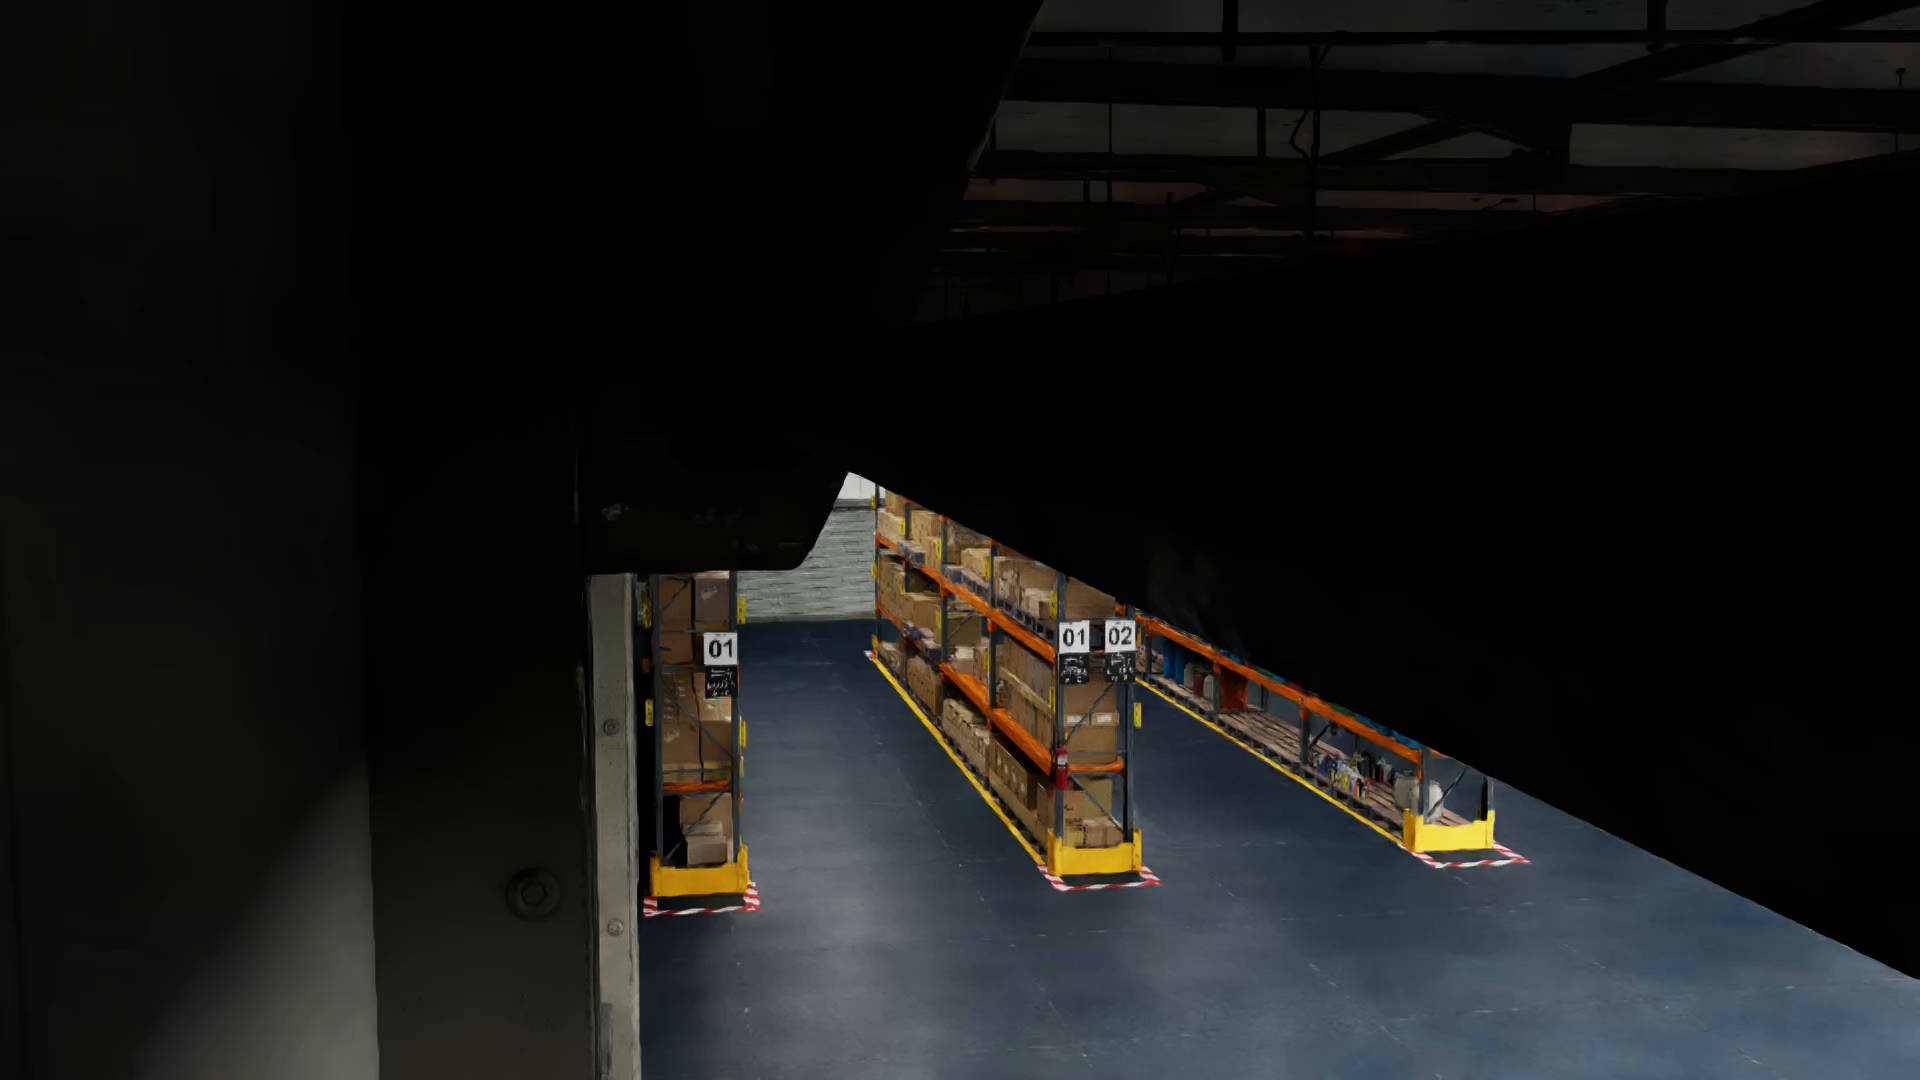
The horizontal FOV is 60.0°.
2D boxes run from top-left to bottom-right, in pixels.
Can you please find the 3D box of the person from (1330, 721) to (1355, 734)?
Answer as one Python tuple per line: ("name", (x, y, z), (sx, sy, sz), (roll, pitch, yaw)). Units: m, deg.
("person", (6.736, 2.515, 28.848), (0.729, 1.733, 0.546), (-1, 6, -12))
